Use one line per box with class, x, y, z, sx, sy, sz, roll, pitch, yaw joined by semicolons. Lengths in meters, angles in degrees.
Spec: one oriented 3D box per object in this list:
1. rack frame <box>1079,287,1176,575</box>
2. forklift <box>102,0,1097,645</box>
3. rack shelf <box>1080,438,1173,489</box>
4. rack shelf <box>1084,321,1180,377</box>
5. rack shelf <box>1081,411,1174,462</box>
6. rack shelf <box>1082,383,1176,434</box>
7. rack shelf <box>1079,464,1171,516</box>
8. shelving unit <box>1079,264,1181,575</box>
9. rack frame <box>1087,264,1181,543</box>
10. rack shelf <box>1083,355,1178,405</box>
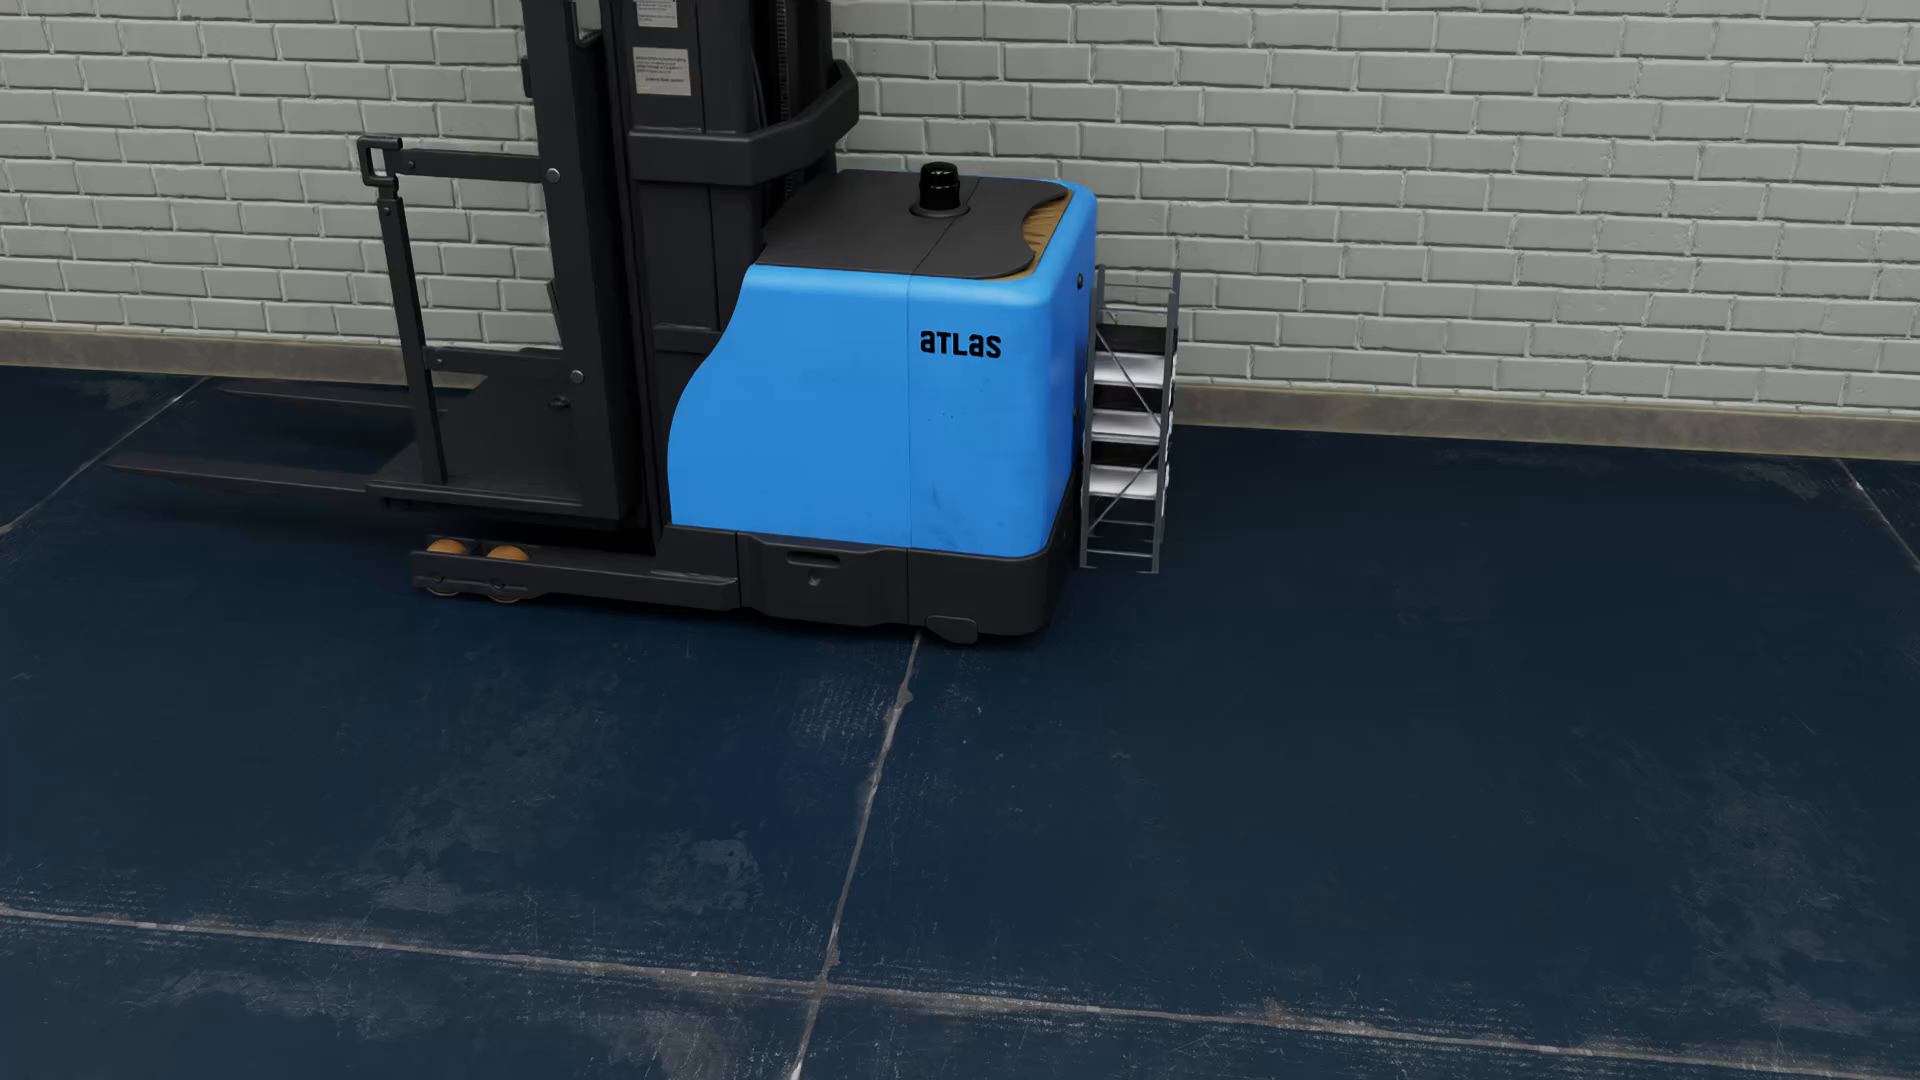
rack frame;0.484;-0.302;4.862;0.240;0.900;0.006;5;29;9
forklift;-1.149;-1.342;4.650;3.031;2.935;1.130;6;29;10
rack shelf;0.502;-0.241;5.009;0.258;0.077;0.200;5;29;9
rack shelf;0.502;-0.558;4.838;0.258;0.077;0.200;5;29;9
rack shelf;0.502;-0.320;4.966;0.258;0.077;0.200;5;29;9
rack shelf;0.502;-0.400;4.923;0.258;0.077;0.200;5;29;9
rack shelf;0.502;-0.162;5.051;0.258;0.077;0.200;5;29;9
shelving unit;0.502;-0.350;4.950;0.258;0.900;0.210;5;29;9
rack frame;0.521;-0.397;5.038;0.240;0.900;0.006;5;29;9
rack shelf;0.502;-0.479;4.881;0.258;0.077;0.200;5;29;9
